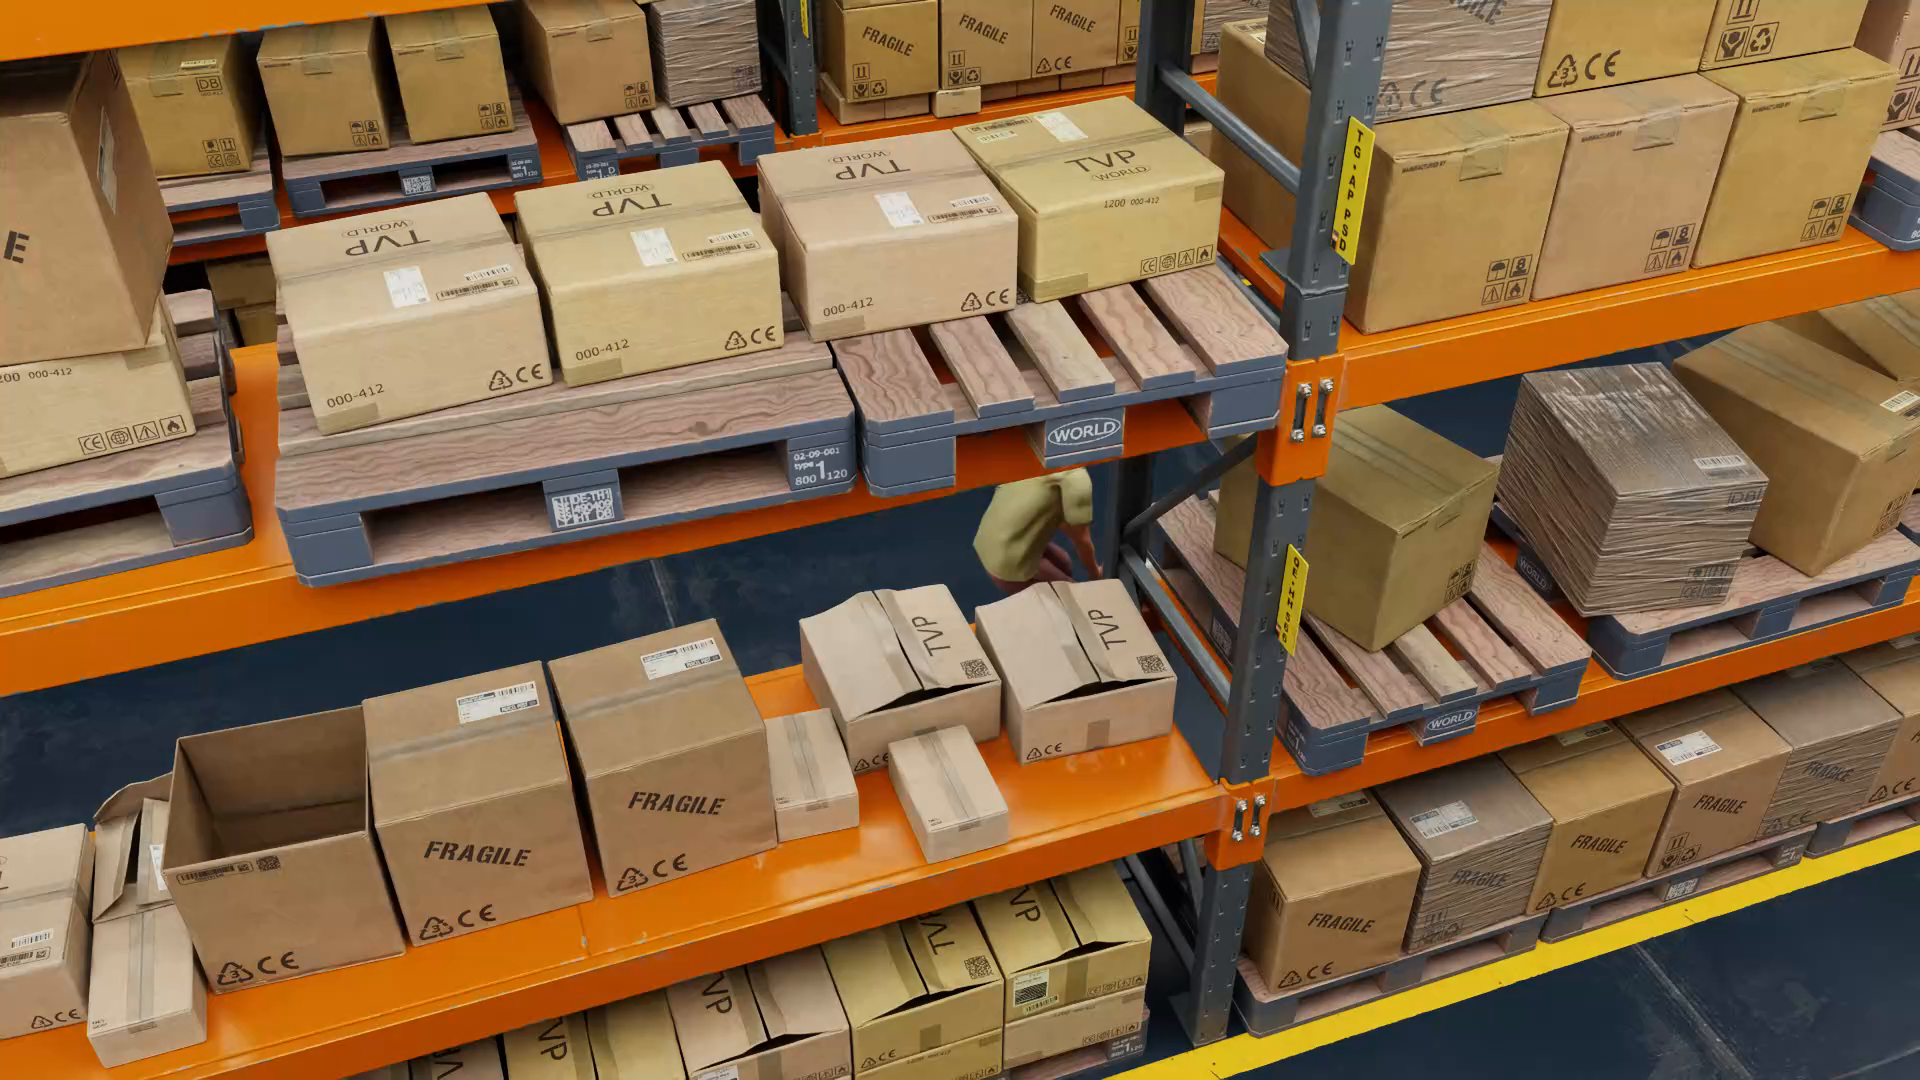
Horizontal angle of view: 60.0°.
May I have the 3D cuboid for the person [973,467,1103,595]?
[{"bbox_3d":[0.366,0.023,6.991,0.634,1.391,0.510,-12,39,-15],"label":"person"}]
